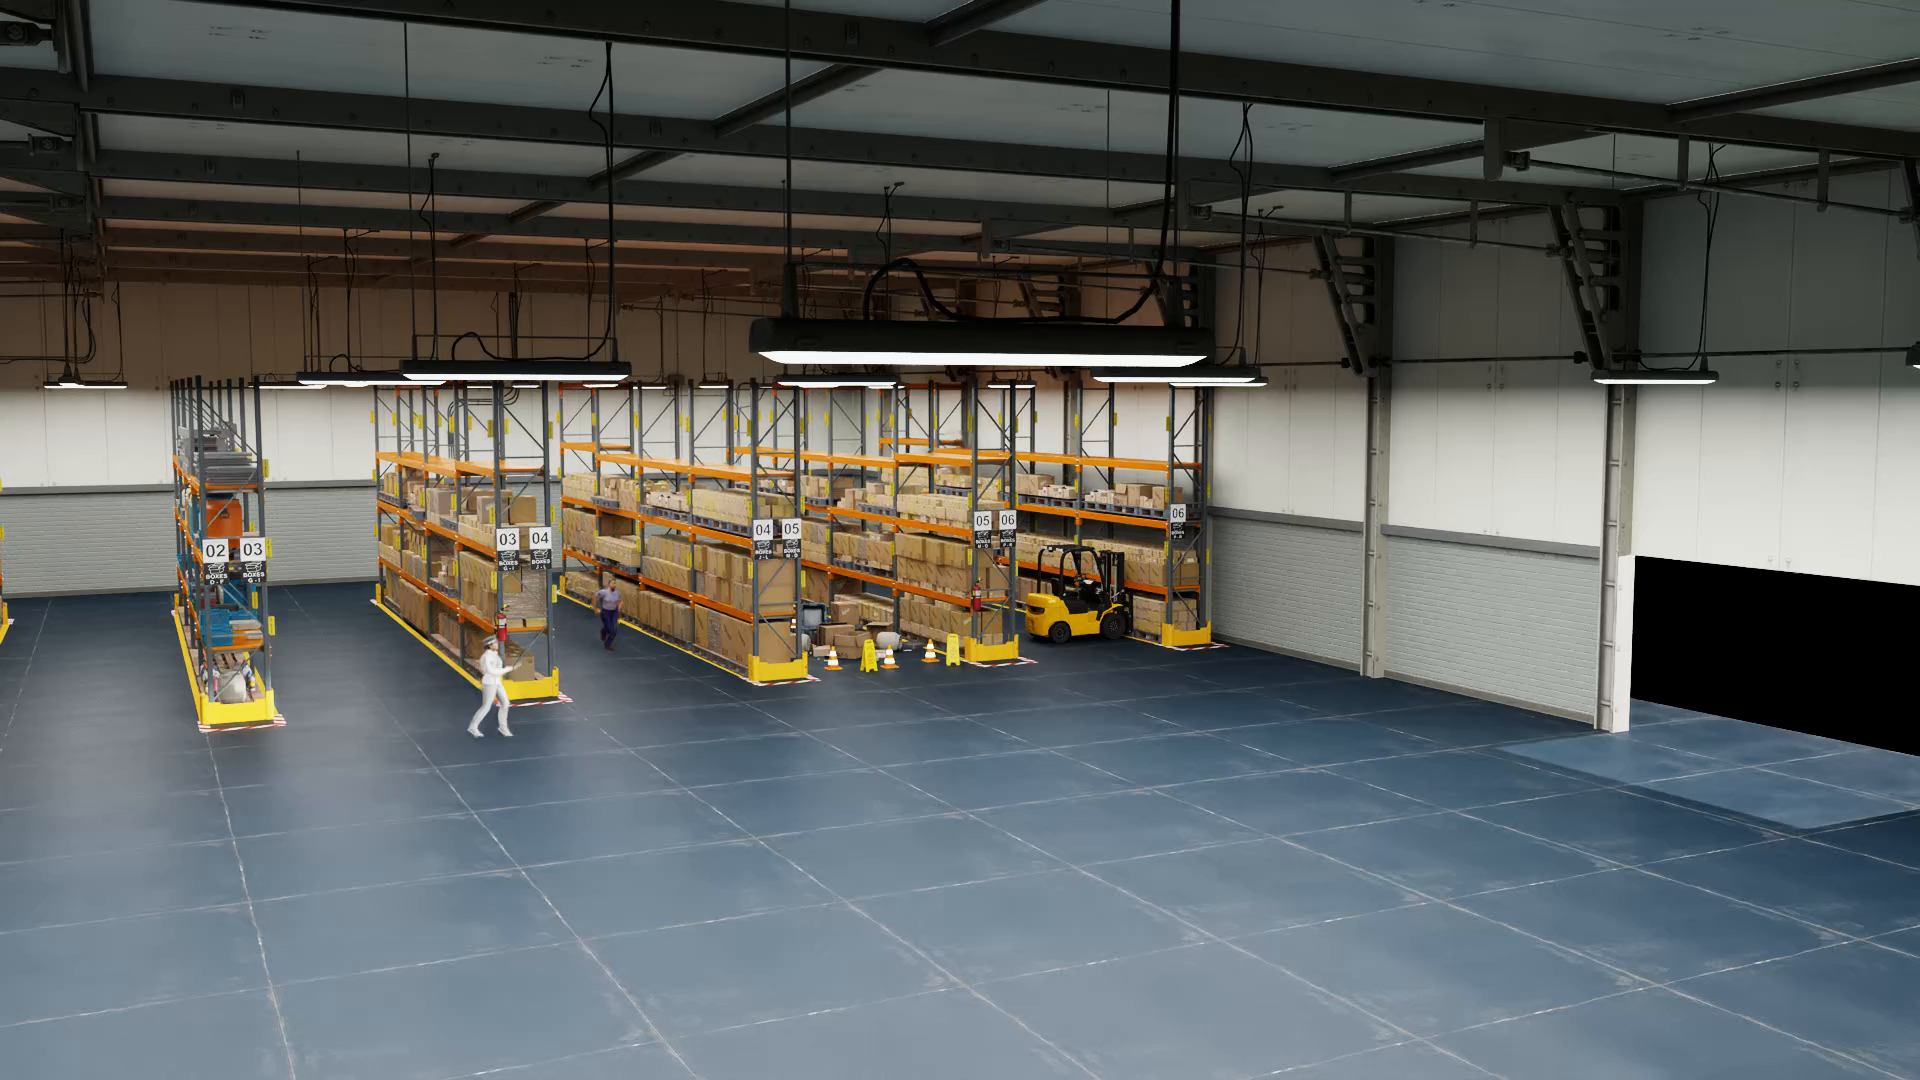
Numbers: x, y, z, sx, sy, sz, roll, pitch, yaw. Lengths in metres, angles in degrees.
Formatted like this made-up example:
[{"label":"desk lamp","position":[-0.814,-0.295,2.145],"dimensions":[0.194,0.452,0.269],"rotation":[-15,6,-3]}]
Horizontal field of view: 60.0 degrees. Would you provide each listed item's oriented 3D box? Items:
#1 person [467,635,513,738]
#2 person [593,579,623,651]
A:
[{"label":"person","position":[-7.762,2.435,27.485],"dimensions":[0.767,1.759,0.626],"rotation":[0,5,-3]},{"label":"person","position":[-7.765,1.672,36.890],"dimensions":[0.645,1.585,0.624],"rotation":[-3,6,-34]}]
